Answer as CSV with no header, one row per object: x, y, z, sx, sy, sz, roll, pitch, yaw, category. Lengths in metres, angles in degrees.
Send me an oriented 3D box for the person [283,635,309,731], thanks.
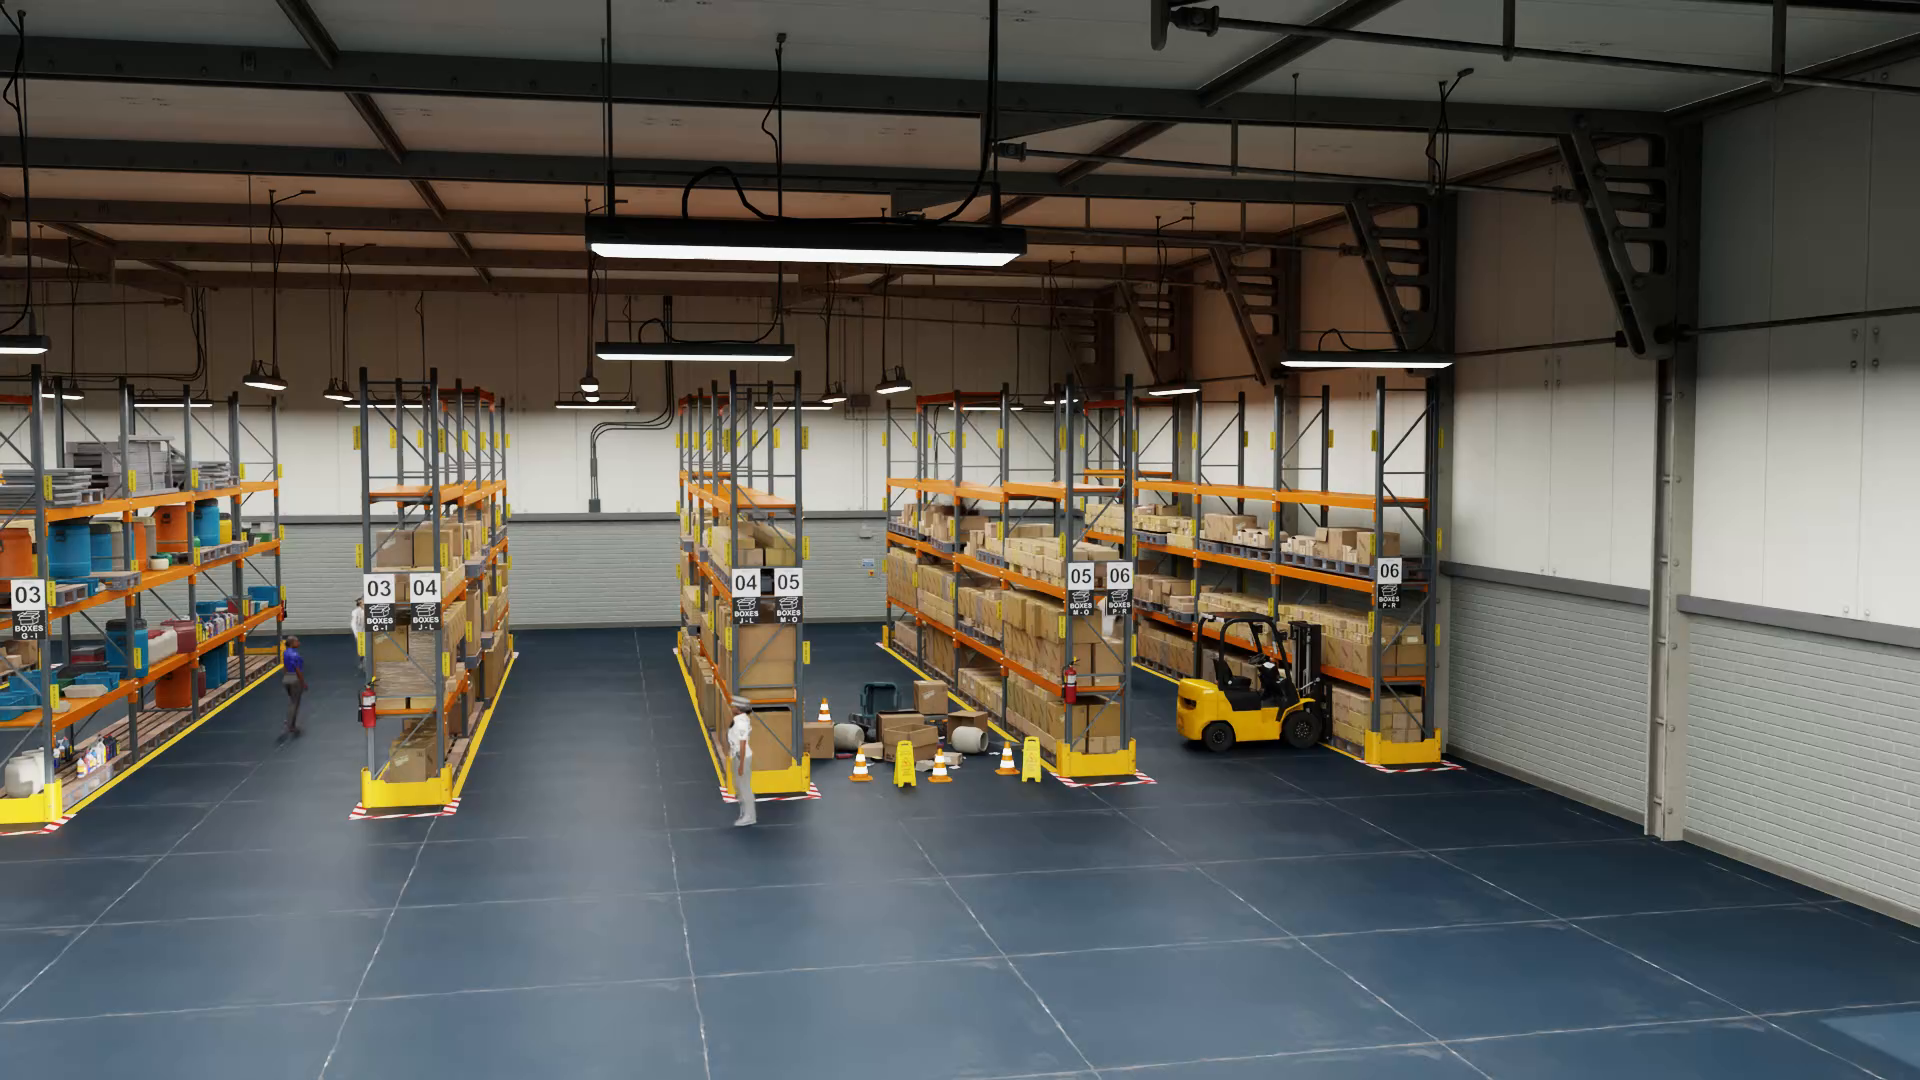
-11.452,2.474,28.659,0.487,1.690,0.462,2,4,25,person

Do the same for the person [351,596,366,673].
-12.953,2.024,36.026,0.433,1.636,0.959,-1,4,-15,person

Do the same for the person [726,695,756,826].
-2.870,2.885,21.685,0.379,1.724,0.569,-1,4,-15,person

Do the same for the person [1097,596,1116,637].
3.024,1.878,34.922,0.653,1.814,0.551,-2,4,-30,person
